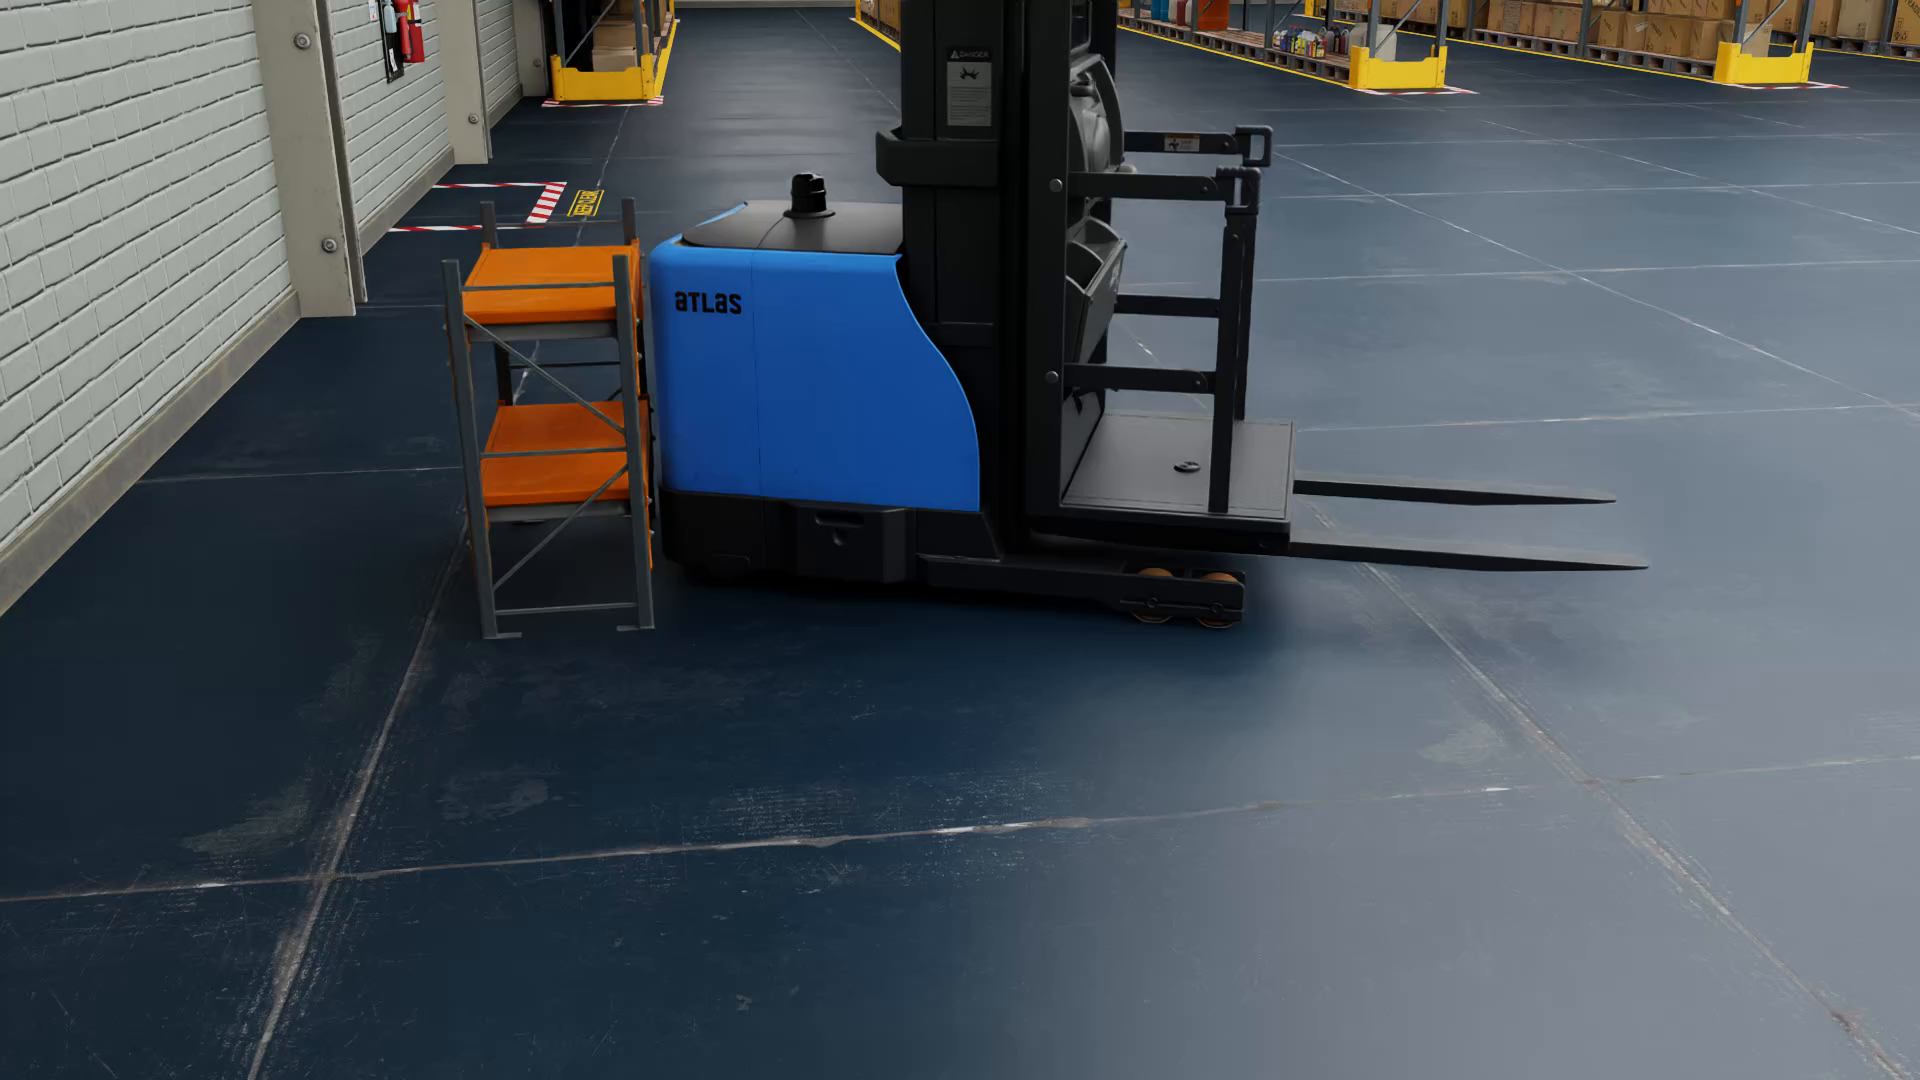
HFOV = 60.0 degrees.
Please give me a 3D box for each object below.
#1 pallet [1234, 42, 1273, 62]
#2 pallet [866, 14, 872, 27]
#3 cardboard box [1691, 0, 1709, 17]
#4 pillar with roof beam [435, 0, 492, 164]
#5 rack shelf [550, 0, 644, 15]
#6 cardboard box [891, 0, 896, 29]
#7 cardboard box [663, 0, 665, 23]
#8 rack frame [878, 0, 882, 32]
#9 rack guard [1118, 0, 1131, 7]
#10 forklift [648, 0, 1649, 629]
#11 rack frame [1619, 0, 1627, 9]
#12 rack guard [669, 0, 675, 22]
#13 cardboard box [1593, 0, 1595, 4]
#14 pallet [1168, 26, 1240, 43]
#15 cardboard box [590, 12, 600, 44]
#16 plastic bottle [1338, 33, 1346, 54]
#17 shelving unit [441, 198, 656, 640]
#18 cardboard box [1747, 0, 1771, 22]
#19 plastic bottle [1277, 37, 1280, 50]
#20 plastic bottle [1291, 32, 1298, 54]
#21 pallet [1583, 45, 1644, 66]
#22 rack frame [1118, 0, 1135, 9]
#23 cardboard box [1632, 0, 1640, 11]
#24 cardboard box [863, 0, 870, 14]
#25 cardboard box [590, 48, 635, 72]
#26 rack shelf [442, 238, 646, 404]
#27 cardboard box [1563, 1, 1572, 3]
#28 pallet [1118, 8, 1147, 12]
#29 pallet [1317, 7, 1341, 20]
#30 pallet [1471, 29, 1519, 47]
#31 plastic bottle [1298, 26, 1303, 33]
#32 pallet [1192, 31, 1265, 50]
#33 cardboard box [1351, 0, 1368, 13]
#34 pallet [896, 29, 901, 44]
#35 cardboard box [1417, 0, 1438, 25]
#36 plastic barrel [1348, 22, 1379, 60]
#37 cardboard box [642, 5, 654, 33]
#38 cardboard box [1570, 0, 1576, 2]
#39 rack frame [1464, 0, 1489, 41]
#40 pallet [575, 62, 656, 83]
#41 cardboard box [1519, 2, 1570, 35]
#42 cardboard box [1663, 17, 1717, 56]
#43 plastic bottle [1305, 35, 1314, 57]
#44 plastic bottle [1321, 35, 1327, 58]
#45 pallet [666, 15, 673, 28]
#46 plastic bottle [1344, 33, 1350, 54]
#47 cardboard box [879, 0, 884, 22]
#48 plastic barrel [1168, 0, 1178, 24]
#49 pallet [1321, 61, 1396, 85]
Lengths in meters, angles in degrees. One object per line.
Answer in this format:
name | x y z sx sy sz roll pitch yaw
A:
pallet | 4.860 -7.477 25.434 1.003 0.211 1.213 -3 21 -8
pallet | -1.321 -10.390 33.232 1.003 0.211 1.213 -3 21 -8
cardboard box | 13.834 -9.784 30.597 0.500 0.500 0.500 -2 21 -6
pillar with roof beam | -0.047 -7.778 13.679 9.100 9.000 0.400 -3 21 -8
rack shelf | -4.504 -6.984 21.157 1.077 0.370 4.000 -3 21 -8
cardboard box | -0.909 -9.176 28.941 0.500 0.500 0.500 -4 21 -10
cardboard box | -5.592 -9.447 29.196 0.750 0.750 0.750 -2 21 -6
rack frame | -1.044 -11.035 30.974 1.000 3.000 0.127 -3 21 -8
rack guard | 3.265 -11.505 35.805 1.175 0.500 0.348 -3 21 -8
forklift | 0.606 -1.308 5.030 3.031 2.935 1.130 4 21 11
rack frame | 13.682 -11.748 32.884 1.000 3.000 0.127 -3 21 -8
rack guard | -6.525 -11.006 34.469 1.175 0.500 0.348 -3 21 -8
cardboard box | 13.276 -11.119 34.248 0.380 0.149 0.250 -3 21 -7
pallet | 4.280 -8.863 29.145 1.003 0.211 1.213 -3 21 -8
cardboard box | -5.039 -7.479 24.398 0.700 0.500 0.500 -3 21 -9
plastic bottle | 5.378 -6.998 23.420 0.061 0.283 0.133 -3 21 -8
shelving unit | -1.252 -0.425 5.246 0.538 1.125 1.048 -3 21 -9
cardboard box | 14.258 -9.291 28.920 1.050 0.750 0.750 -3 21 -8
plastic bottle | 4.653 -7.206 24.093 0.097 0.201 0.097 0 20 0
plastic bottle | 4.727 -7.022 23.484 0.061 0.283 0.133 -2 21 -5
pallet | 10.045 -7.226 24.762 1.003 0.211 1.213 -3 21 -8
rack frame | 3.282 -12.668 35.347 1.000 3.000 0.127 -3 21 -8
cardboard box | 13.526 -10.505 32.527 0.500 0.500 0.500 -2 21 -6
cardboard box | -1.679 -10.789 33.617 0.500 0.250 0.500 -3 21 -8
cardboard box | -4.226 -5.820 20.225 0.500 0.311 0.500 -5 21 -14
rack shelf | -1.252 -0.699 5.144 0.538 0.278 1.000 -3 21 -9
cardboard box | 13.035 -11.357 35.310 0.380 0.149 0.250 -4 21 -10
pallet | 3.362 -11.075 35.066 1.003 0.211 1.213 -3 21 -8
pallet | 8.376 -11.339 35.774 1.003 0.211 1.213 -3 21 -8
pallet | 9.447 -8.571 28.364 1.003 0.211 1.213 -3 21 -8
plastic bottle | 4.860 -7.186 23.825 0.144 0.351 0.185 -3 21 -8
pallet | 4.508 -8.322 27.696 1.003 0.211 1.213 -3 21 -8
cardboard box | 8.614 -11.279 34.063 0.875 0.875 0.875 -3 21 -8
pallet | -0.537 -8.604 28.451 1.003 0.211 1.213 -3 21 -8
cardboard box | 9.136 -9.899 30.368 1.225 0.875 0.875 -3 21 -8
plastic barrel | 5.345 -6.557 21.942 0.421 0.512 0.421 0 20 0
cardboard box | -5.213 -8.187 26.294 0.700 0.500 0.500 -3 21 -7
cardboard box | 13.176 -11.488 35.237 0.380 0.149 0.250 -2 21 -5
rack frame | 9.336 -10.148 28.600 1.000 3.000 0.127 -3 21 -8
pallet | -4.481 -6.053 21.622 1.003 0.211 1.213 -3 21 -8
cardboard box | 9.634 -8.565 27.305 0.700 0.500 0.500 -1 21 -3
cardboard box | 10.224 -7.044 23.262 0.500 0.500 0.500 -1 21 -3
plastic bottle | 4.860 -6.809 22.924 0.152 0.276 0.135 -3 21 -9
plastic bottle | 4.986 -6.770 22.809 0.061 0.283 0.133 -3 21 -8
pallet | -6.157 -10.168 32.638 1.003 0.211 1.213 -3 21 -8
plastic bottle | 5.483 -7.001 23.436 0.152 0.276 0.135 -3 21 -7
cardboard box | -1.215 -9.890 30.853 0.500 0.500 0.500 -4 21 -10
plastic barrel | 4.015 -9.680 30.303 0.421 0.512 0.421 0 20 0
pallet | 5.419 -6.128 21.821 1.003 0.211 1.213 -3 21 -8
